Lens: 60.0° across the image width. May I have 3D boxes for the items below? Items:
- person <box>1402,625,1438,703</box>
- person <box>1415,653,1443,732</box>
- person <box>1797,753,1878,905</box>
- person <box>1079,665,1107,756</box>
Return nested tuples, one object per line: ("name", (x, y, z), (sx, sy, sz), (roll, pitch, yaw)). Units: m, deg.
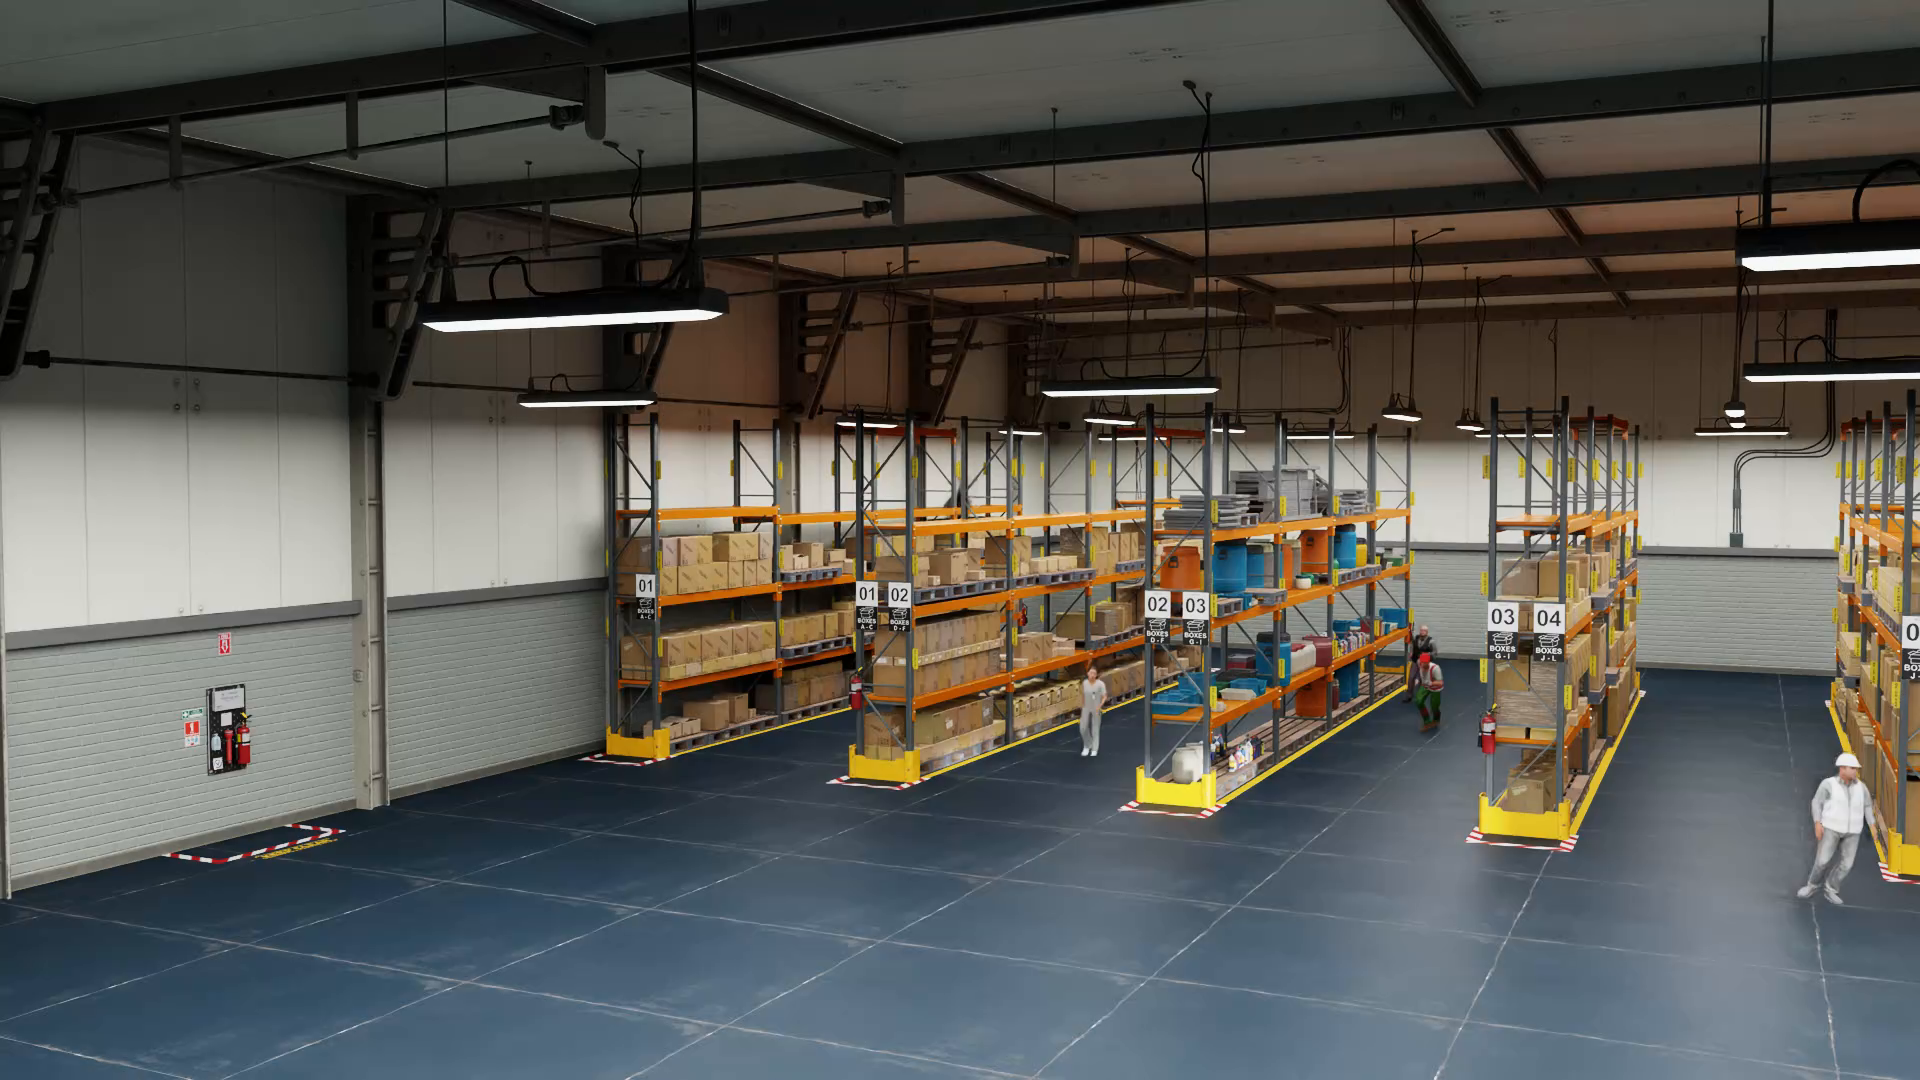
("person", (9.973, 2.646, 35.756), (0.666, 1.663, 0.964), (2, 3, 32))
("person", (9.046, 2.900, 31.921), (0.665, 1.548, 1.174), (2, 3, 38))
("person", (10.099, 3.337, 19.128), (0.770, 1.761, 0.596), (0, 2, 1))
("person", (2.298, 2.965, 28.784), (0.533, 1.616, 0.782), (1, 3, 17))
